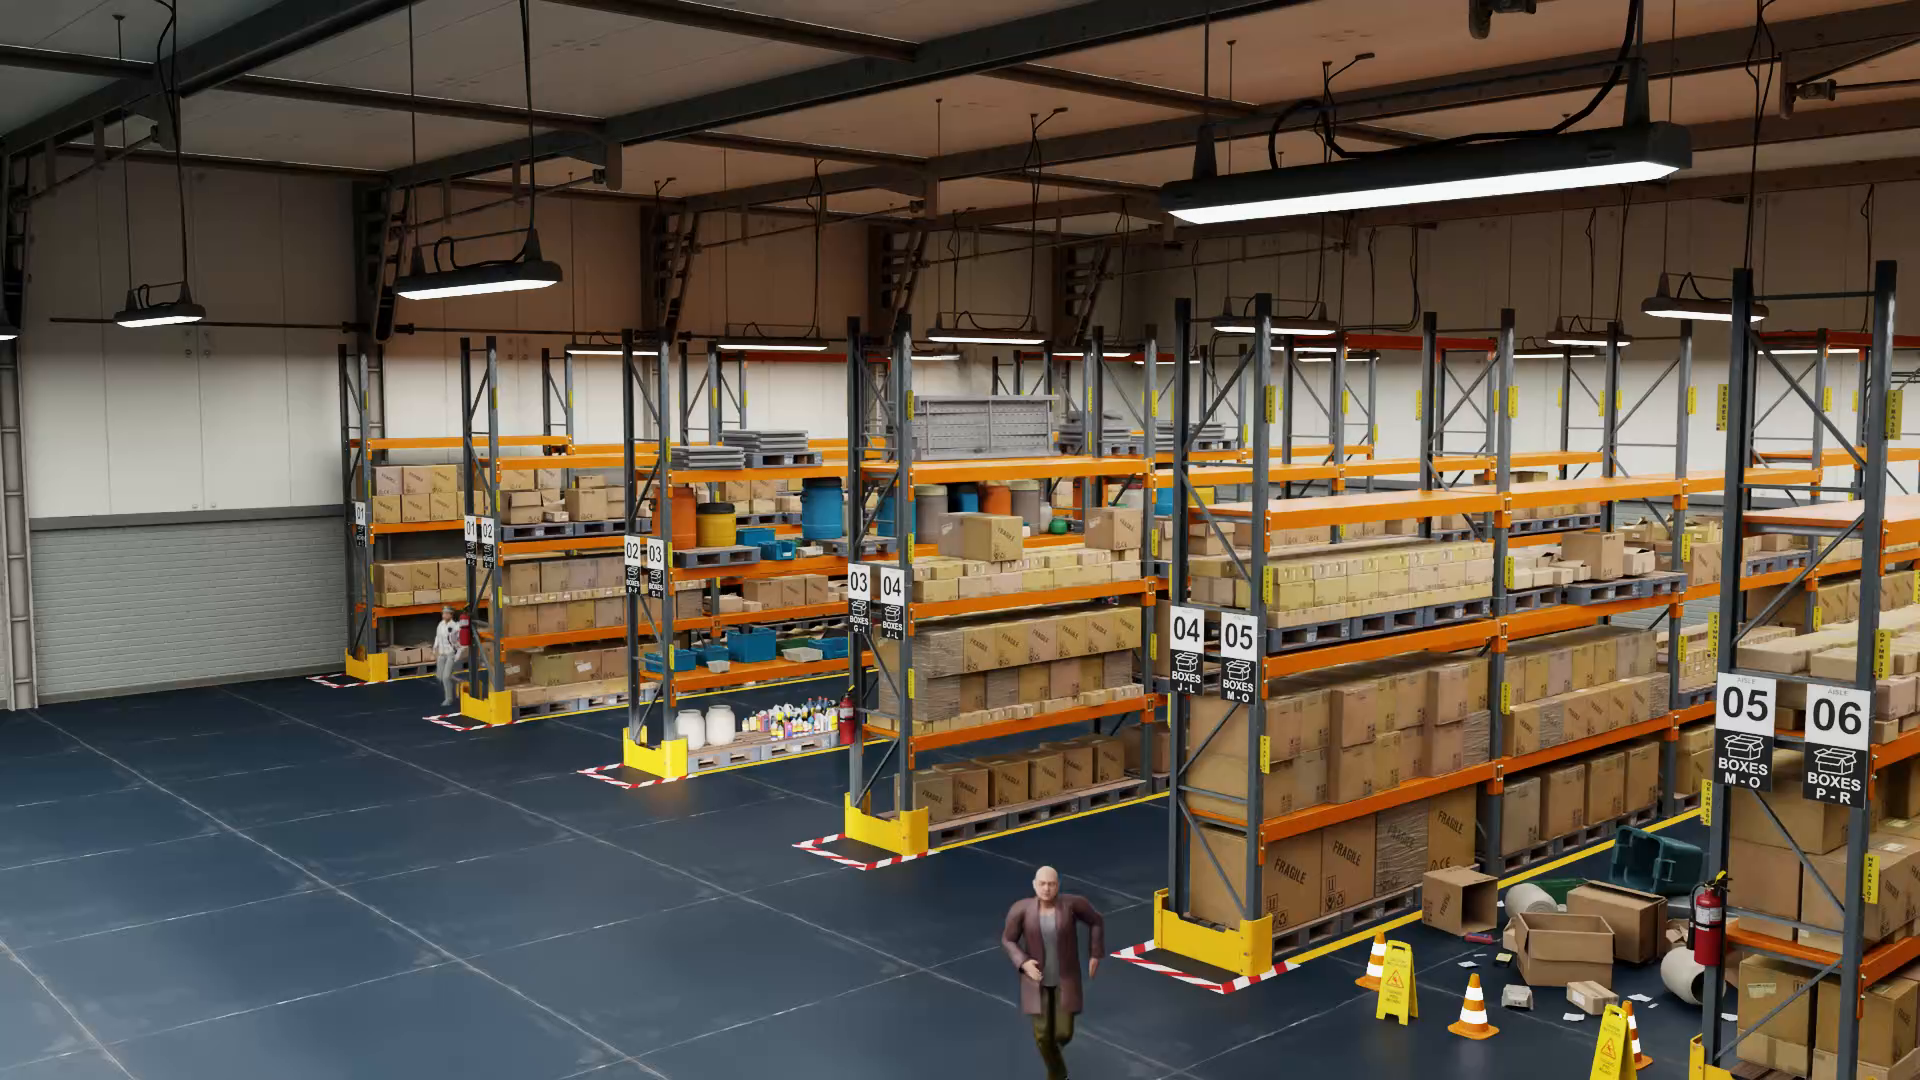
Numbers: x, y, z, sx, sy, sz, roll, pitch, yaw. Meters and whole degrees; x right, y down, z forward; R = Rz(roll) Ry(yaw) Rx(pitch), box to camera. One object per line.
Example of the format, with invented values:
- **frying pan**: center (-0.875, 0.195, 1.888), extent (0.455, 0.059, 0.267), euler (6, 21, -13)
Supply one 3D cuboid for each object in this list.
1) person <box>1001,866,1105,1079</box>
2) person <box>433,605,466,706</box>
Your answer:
- **person**: center (0.682, 3.231, 12.207), extent (0.759, 1.732, 0.729), euler (0, 5, 4)
- **person**: center (-8.426, 1.892, 27.518), extent (0.654, 1.674, 0.525), euler (3, 6, 28)
